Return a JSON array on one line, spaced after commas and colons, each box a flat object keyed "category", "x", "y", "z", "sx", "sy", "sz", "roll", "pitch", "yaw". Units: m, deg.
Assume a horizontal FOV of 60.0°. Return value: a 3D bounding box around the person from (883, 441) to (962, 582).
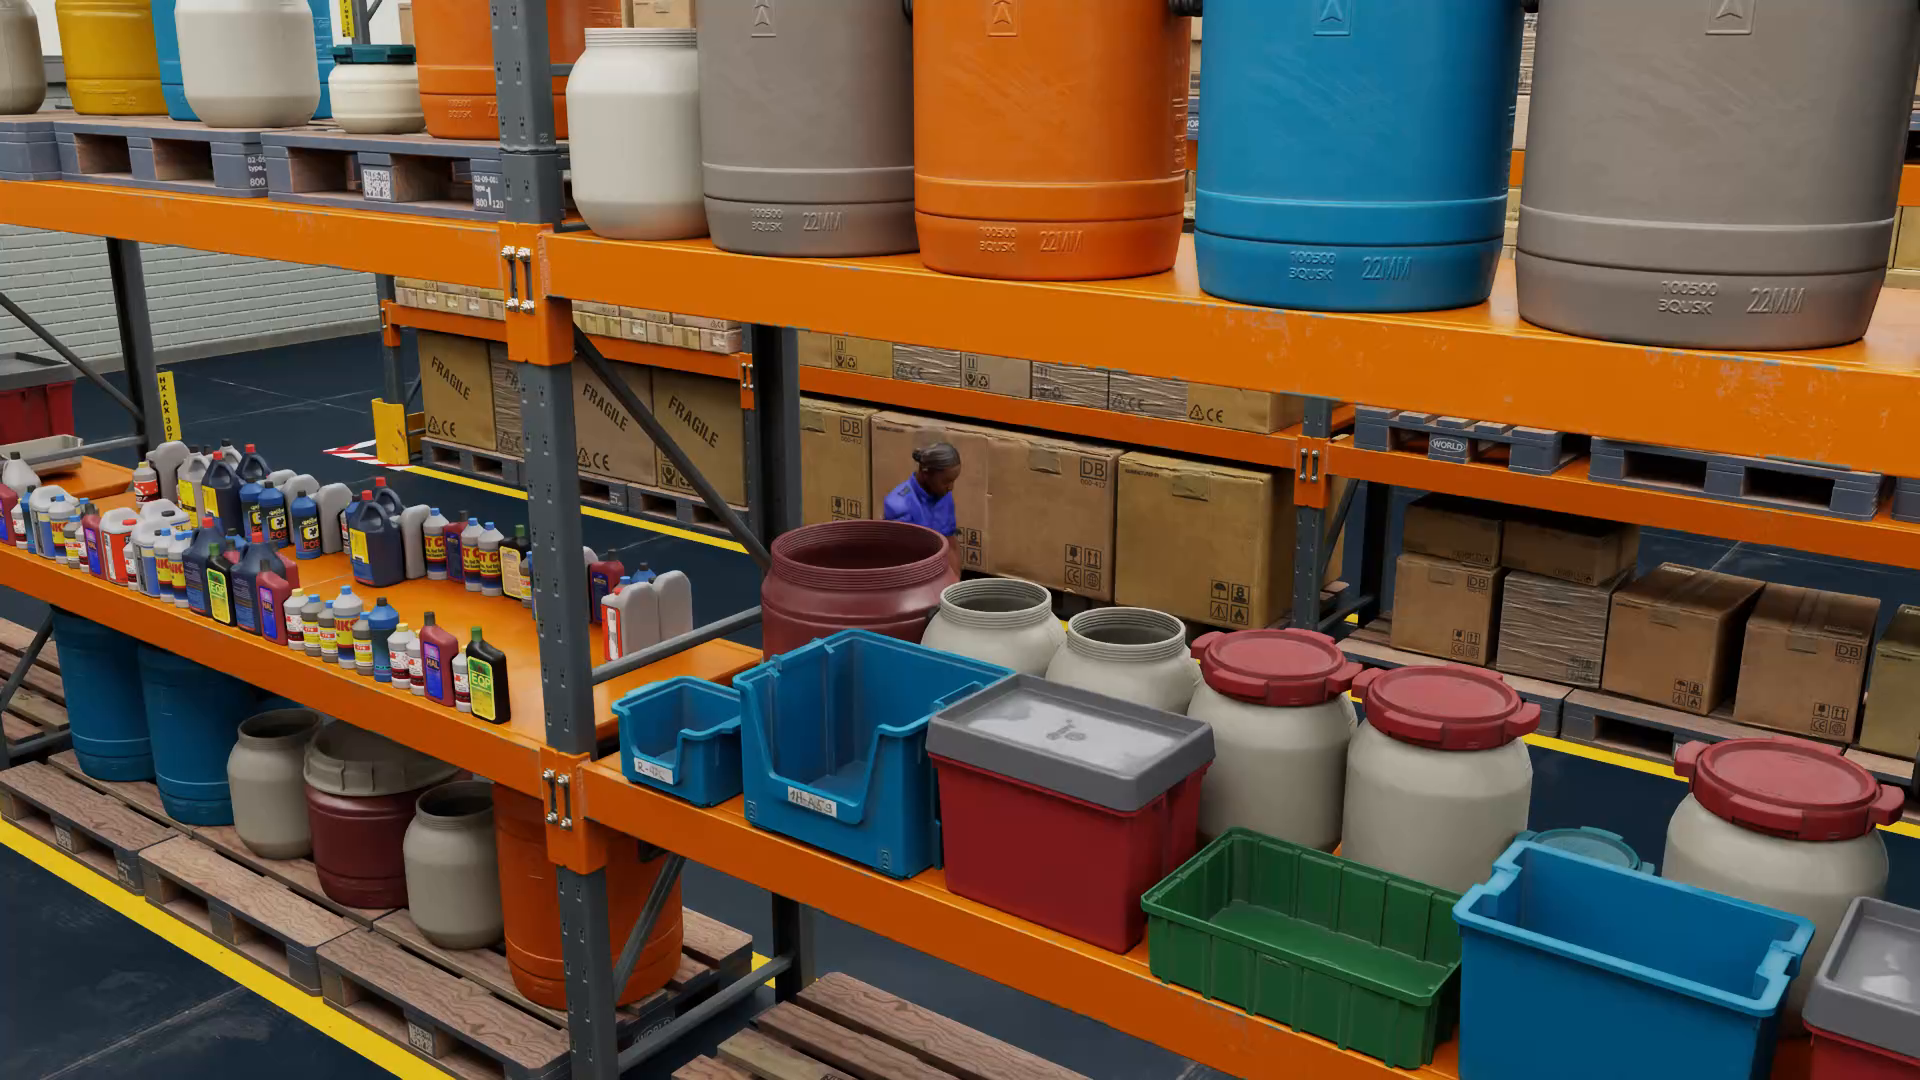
[{"category": "person", "x": -0.180, "y": 0.296, "z": 7.729, "sx": 0.431, "sy": 1.575, "sz": 0.468, "roll": 13, "pitch": 21, "yaw": 36}]
